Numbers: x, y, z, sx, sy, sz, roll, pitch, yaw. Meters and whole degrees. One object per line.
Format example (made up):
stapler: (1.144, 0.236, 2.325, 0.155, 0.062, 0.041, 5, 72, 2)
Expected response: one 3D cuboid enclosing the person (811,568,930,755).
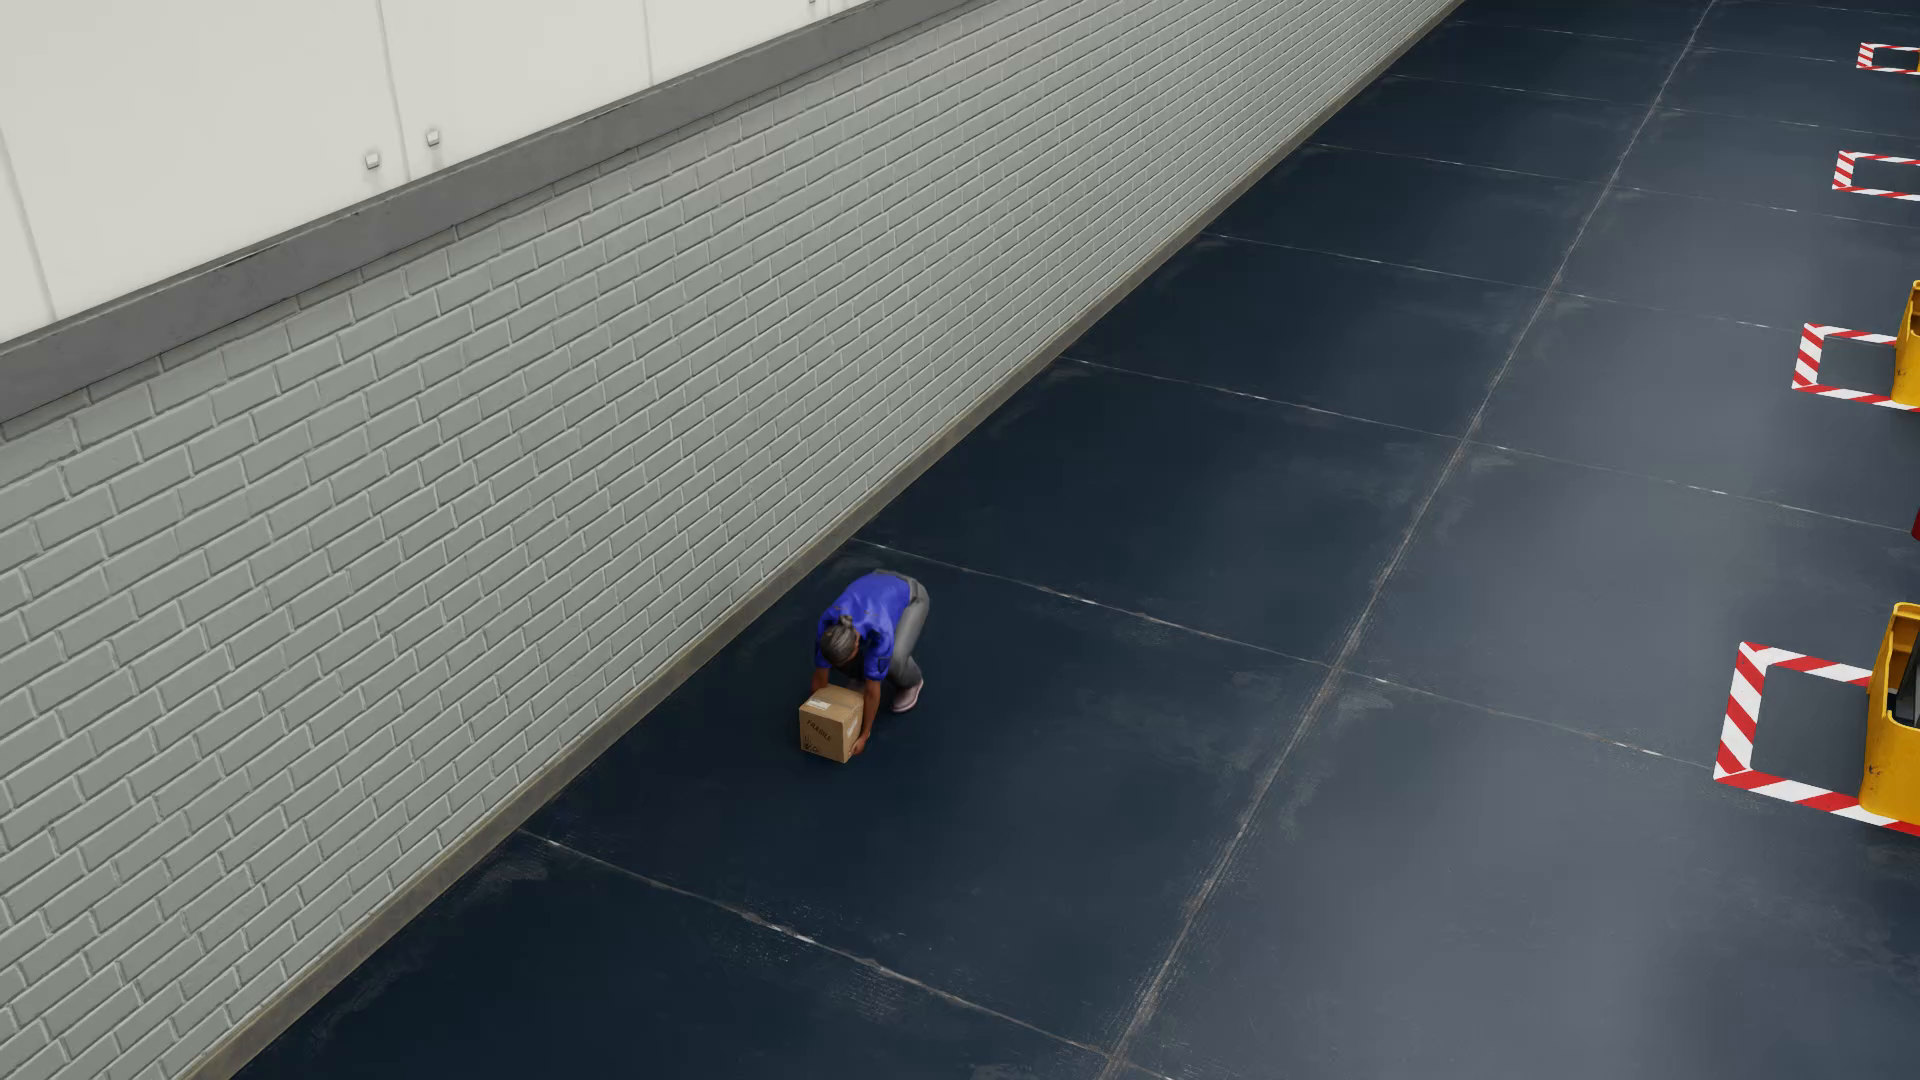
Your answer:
person: (-0.452, 0.553, 8.280, 0.451, 0.743, 0.864, 14, 33, 22)
